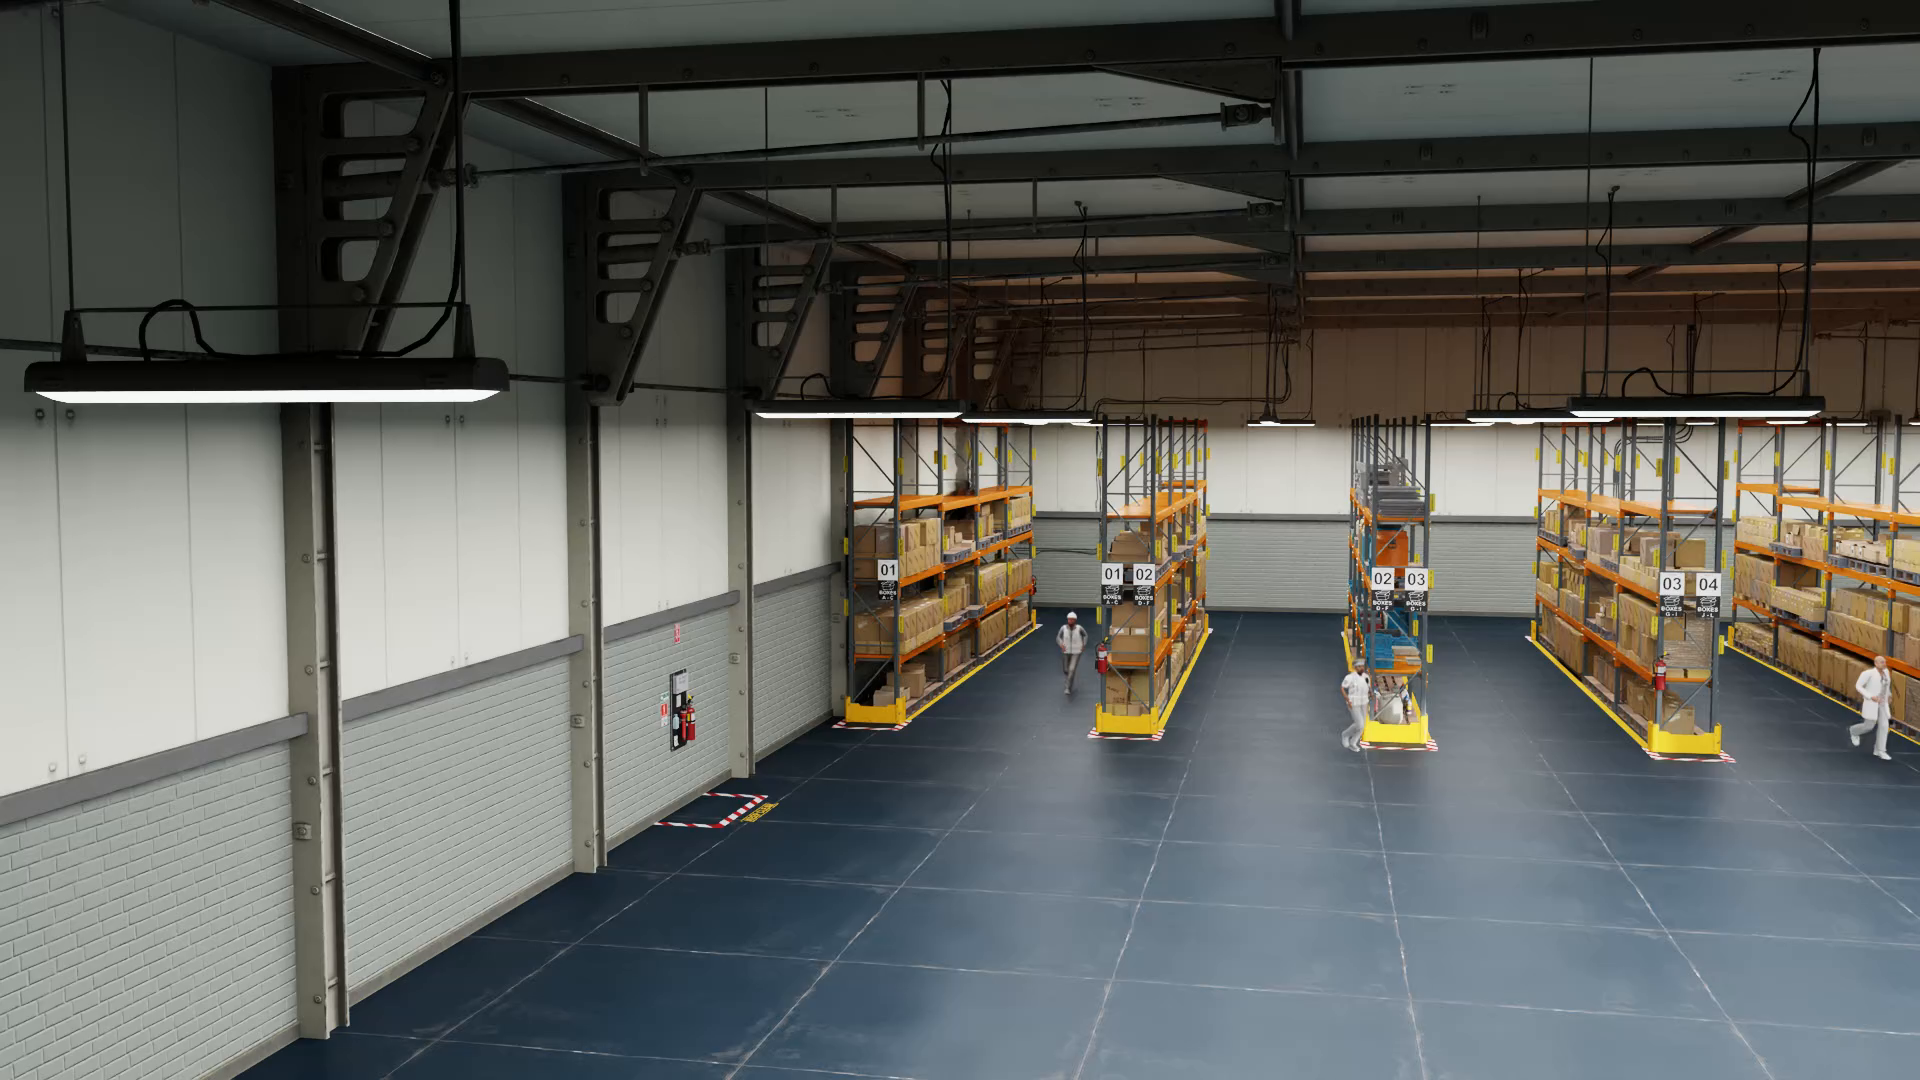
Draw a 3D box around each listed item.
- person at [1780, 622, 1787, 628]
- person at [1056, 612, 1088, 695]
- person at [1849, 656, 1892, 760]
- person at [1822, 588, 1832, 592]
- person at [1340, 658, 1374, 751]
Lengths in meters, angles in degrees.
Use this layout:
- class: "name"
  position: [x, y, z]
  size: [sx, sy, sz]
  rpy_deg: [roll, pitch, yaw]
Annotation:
- class: "person"
  position: [22.464, 1.917, 44.883]
  size: [0.970, 1.676, 0.600]
  rpy_deg: [0, 4, 5]
- class: "person"
  position: [2.437, 2.446, 36.229]
  size: [0.683, 1.765, 0.896]
  rpy_deg: [1, 4, 12]
- class: "person"
  position: [16.052, 2.893, 29.211]
  size: [0.736, 1.745, 1.004]
  rpy_deg: [-1, 4, -11]
- class: "person"
  position: [22.324, 2.022, 42.979]
  size: [0.646, 1.668, 0.618]
  rpy_deg: [1, 4, 9]
- class: "person"
  position: [7.101, 2.925, 29.545]
  size: [0.565, 1.667, 0.565]
  rpy_deg: [-2, 4, -22]
